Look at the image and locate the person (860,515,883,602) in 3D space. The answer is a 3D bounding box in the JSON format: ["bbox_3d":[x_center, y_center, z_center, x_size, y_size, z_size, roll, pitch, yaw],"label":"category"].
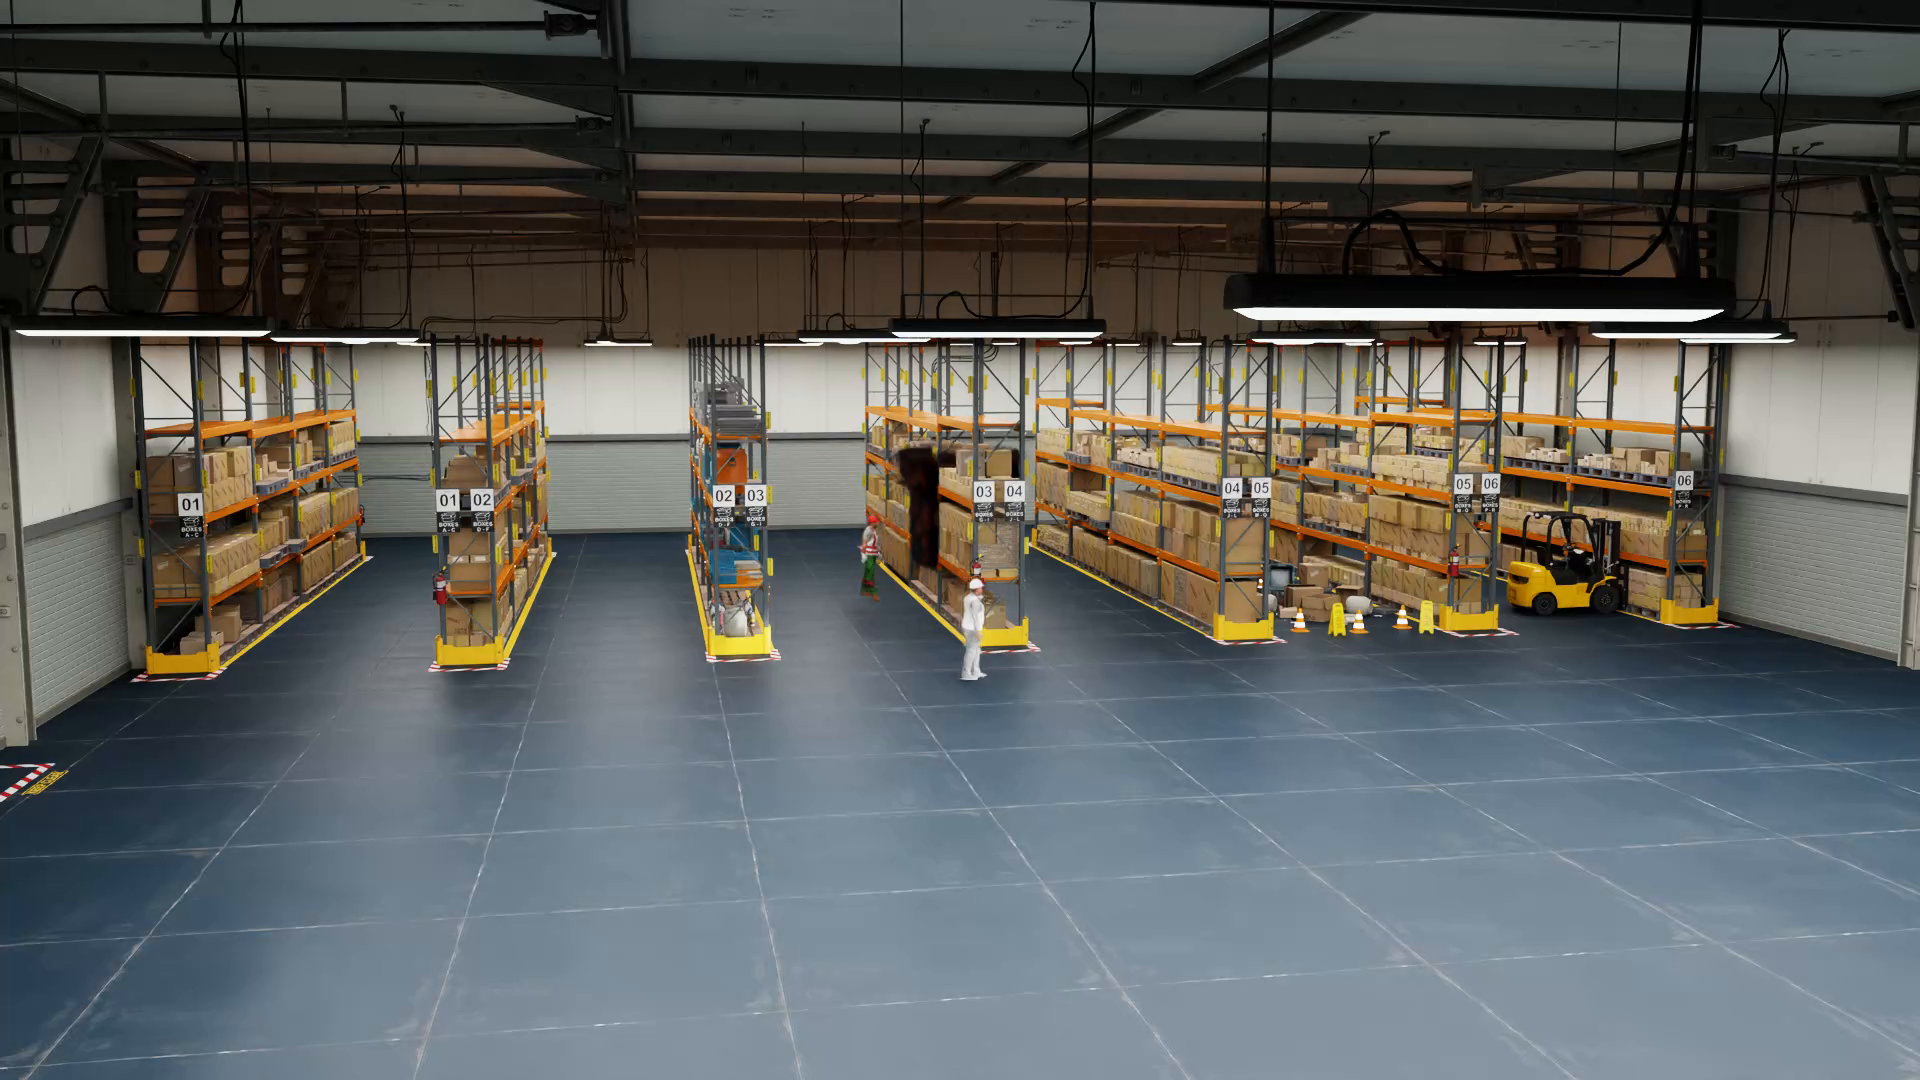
[{"bbox_3d":[-1.941,0.396,36.415,0.607,1.864,0.633,3,7,27],"label":"person"}]

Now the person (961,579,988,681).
[{"bbox_3d":[0.275,1.557,28.878,0.511,1.778,0.620,-1,7,-10],"label":"person"}]
